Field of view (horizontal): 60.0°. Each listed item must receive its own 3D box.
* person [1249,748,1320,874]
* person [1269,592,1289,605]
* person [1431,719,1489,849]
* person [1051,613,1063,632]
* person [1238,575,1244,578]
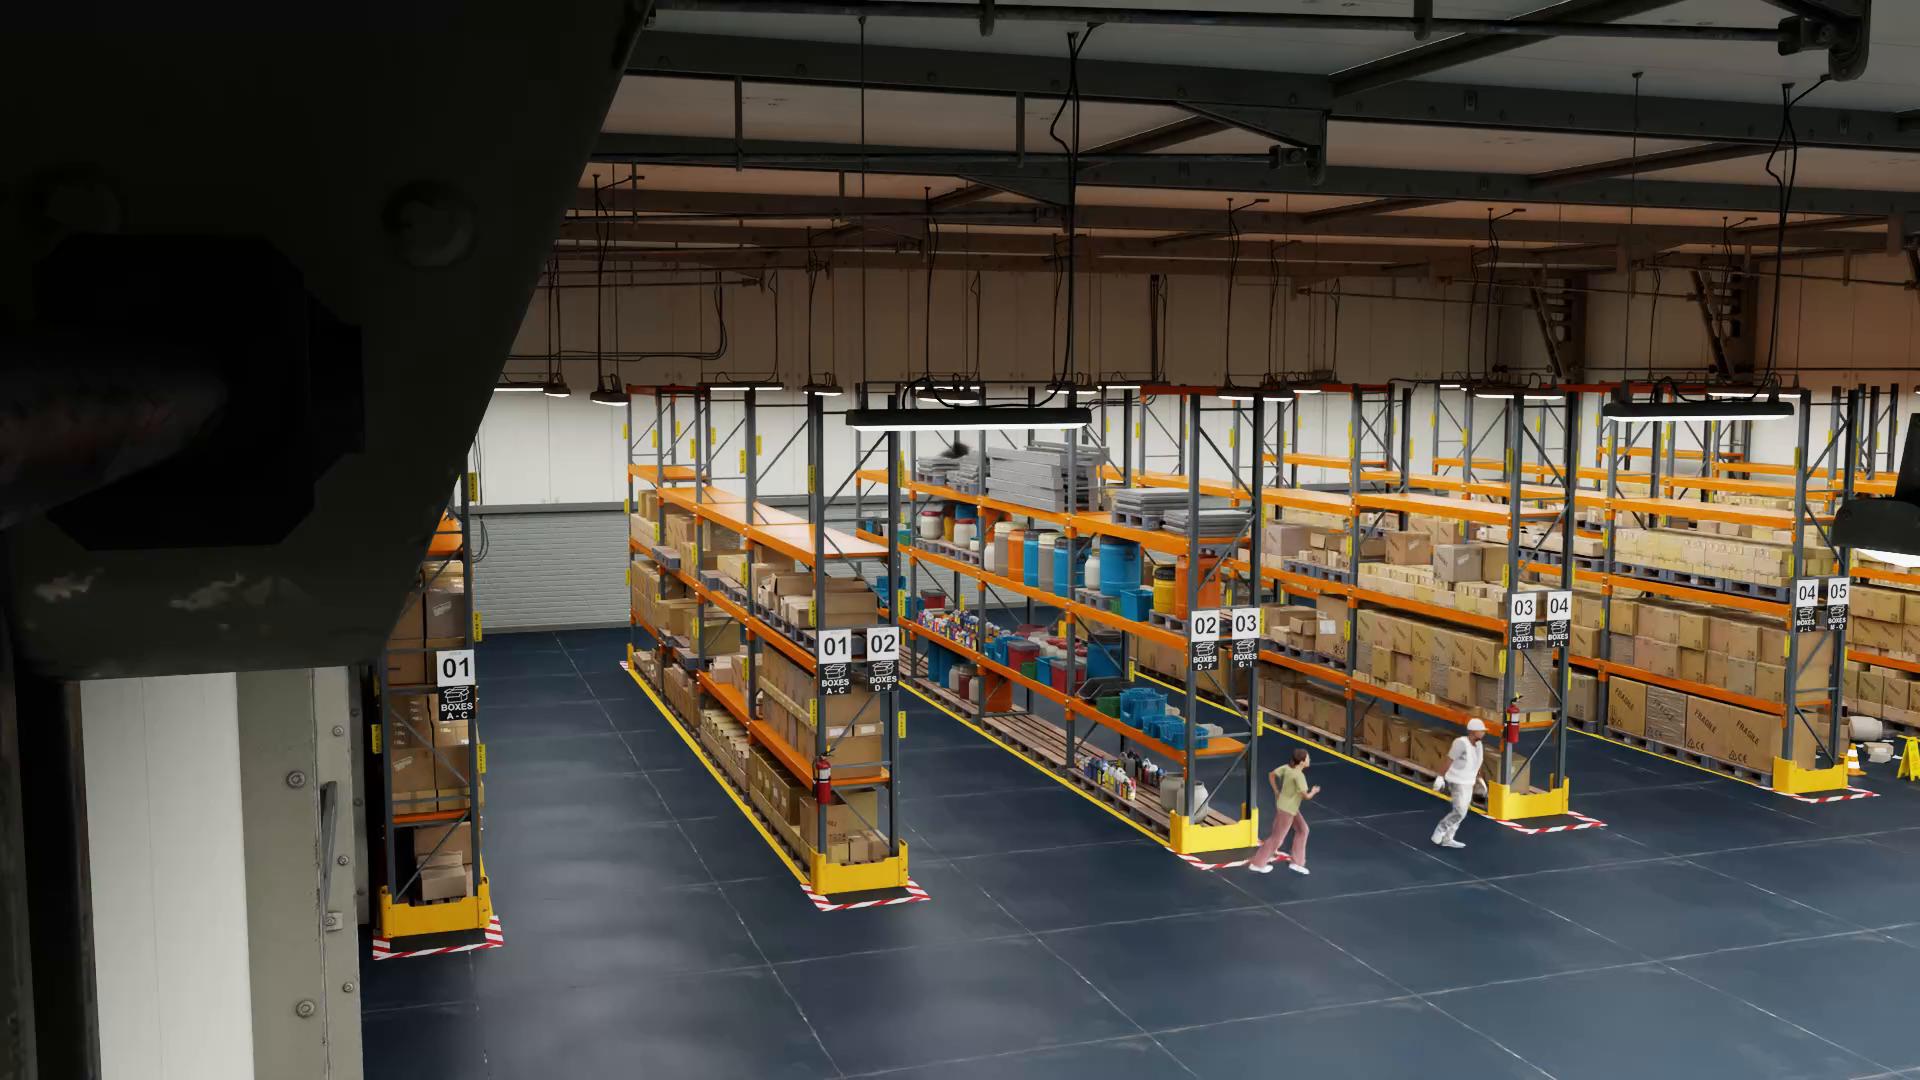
[{"bbox_3d":[4.036,3.392,20.640,0.874,1.647,0.567,0,6,-1],"label":"person"},{"bbox_3d":[8.035,1.279,41.185,0.643,1.655,0.613,-1,6,-11],"label":"person"},{"bbox_3d":[6.603,3.208,21.921,0.595,1.745,0.702,6,8,44],"label":"person"},{"bbox_3d":[2.605,1.444,39.587,0.842,1.655,0.568,-2,6,-19],"label":"person"},{"bbox_3d":[6.359,1.562,38.659,0.706,1.614,1.131,-1,6,-8],"label":"person"}]
